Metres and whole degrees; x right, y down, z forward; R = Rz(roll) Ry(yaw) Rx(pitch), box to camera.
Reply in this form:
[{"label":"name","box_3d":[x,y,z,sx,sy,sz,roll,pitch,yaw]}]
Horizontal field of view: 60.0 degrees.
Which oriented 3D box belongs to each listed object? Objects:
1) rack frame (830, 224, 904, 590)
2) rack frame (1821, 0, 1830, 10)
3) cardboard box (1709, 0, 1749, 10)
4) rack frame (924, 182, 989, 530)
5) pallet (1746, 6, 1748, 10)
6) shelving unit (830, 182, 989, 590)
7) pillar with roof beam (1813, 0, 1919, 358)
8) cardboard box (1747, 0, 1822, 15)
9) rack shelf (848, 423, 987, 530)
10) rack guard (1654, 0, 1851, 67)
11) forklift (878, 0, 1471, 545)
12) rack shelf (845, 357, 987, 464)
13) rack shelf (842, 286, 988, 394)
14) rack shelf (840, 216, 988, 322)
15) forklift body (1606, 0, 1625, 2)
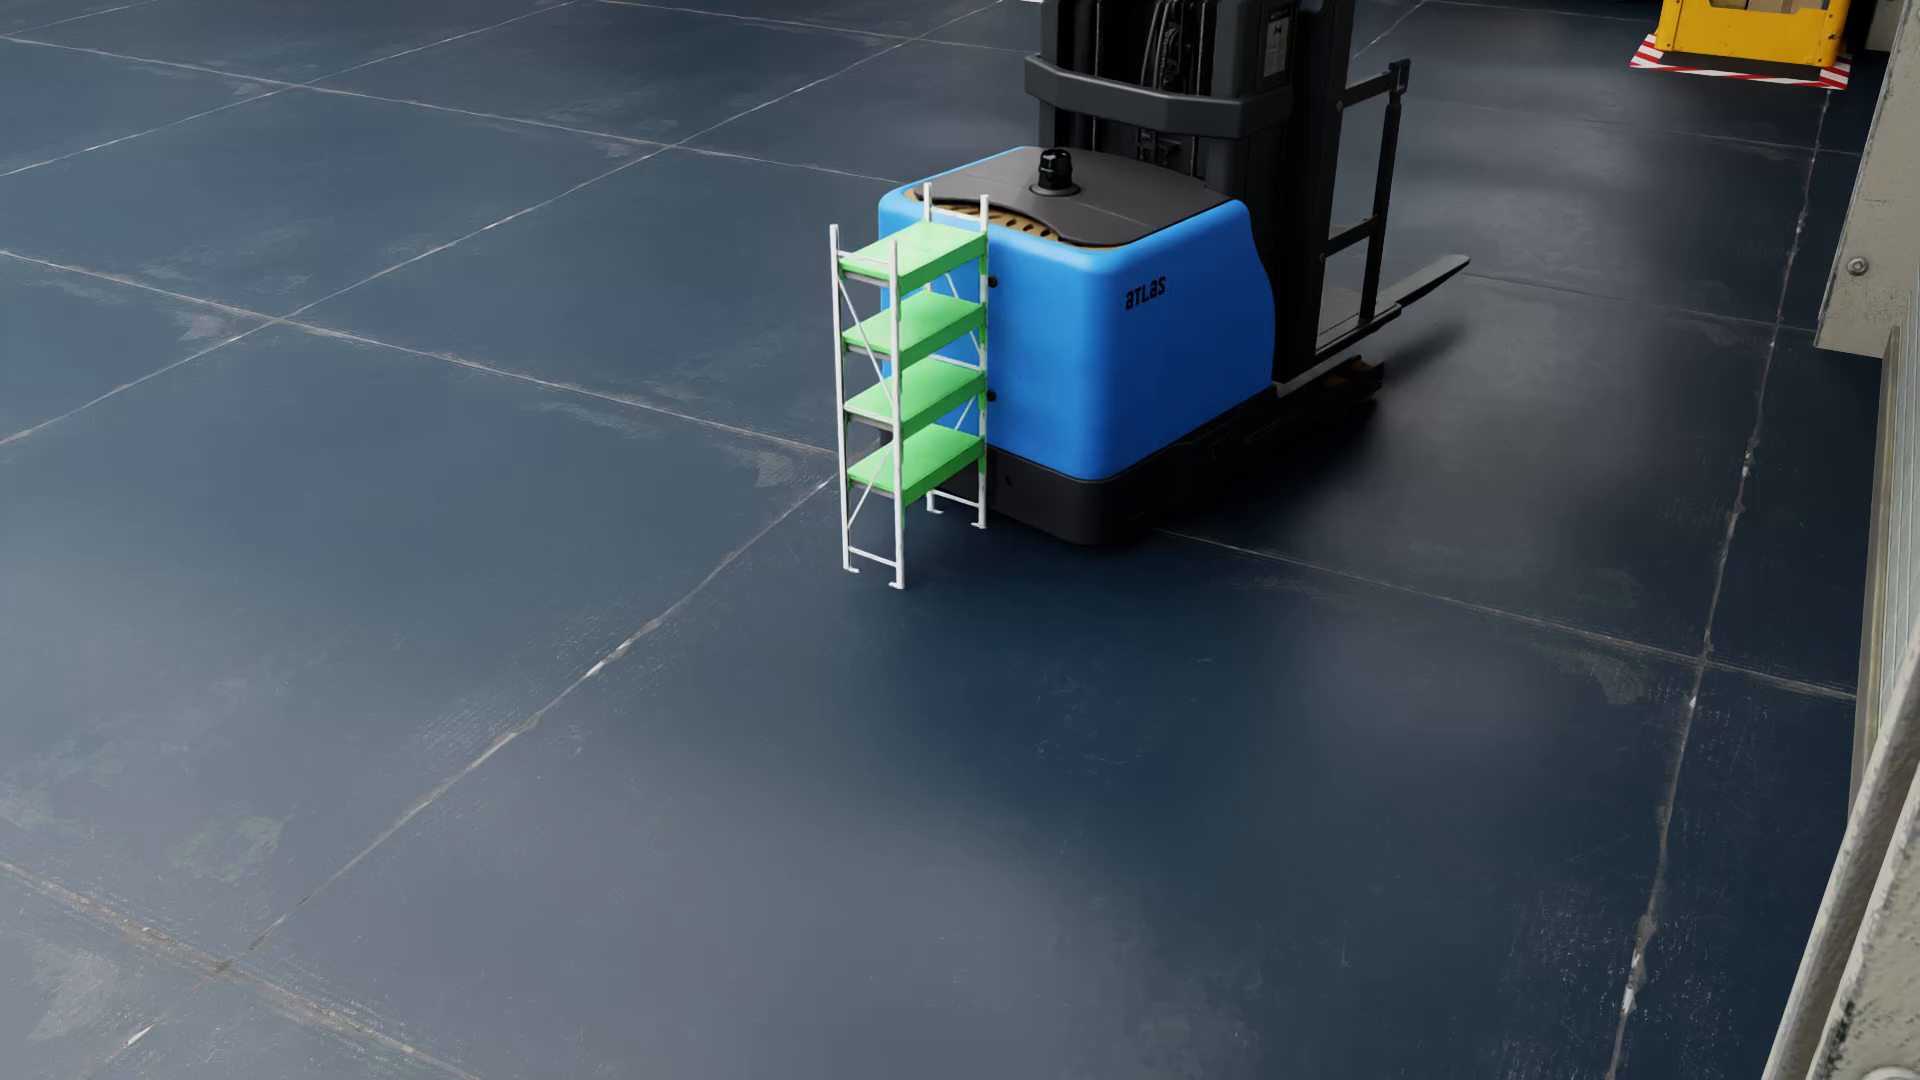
[{"label":"rack frame","box_3d":[-0.286,-0.392,5.228,0.240,1.200,0.015,19,35,29]},{"label":"rack frame","box_3d":[5.541,-4.747,11.004,1.000,3.000,0.127,14,33,23]},{"label":"cardboard box","box_3d":[5.473,-4.016,12.072,0.500,0.250,0.500,15,33,24]},{"label":"rack frame","box_3d":[-0.013,-0.594,5.579,0.240,1.200,0.015,19,35,29]},{"label":"pallet","box_3d":[5.852,-3.886,12.305,1.003,0.211,1.213,14,33,23]},{"label":"shelving unit","box_3d":[-0.150,-0.493,5.403,0.258,1.200,0.503,19,35,29]},{"label":"pillar with roof beam","box_3d":[0.095,-5.769,6.760,9.100,9.000,0.400,14,33,23]},{"label":"cardboard box","box_3d":[5.939,-3.910,11.886,0.500,0.250,0.500,14,33,23]},{"label":"rack shelf","box_3d":[-0.150,-0.229,5.555,0.258,0.148,0.480,19,35,29]},{"label":"rack guard","box_3d":[5.530,-3.652,11.608,1.175,0.500,0.348,14,33,23]},{"label":"forklift","box_3d":[1.060,-1.905,6.123,1.130,2.935,3.031,24,38,35]},{"label":"rack shelf","box_3d":[-0.150,-0.438,5.435,0.258,0.148,0.480,19,35,29]},{"label":"rack shelf","box_3d":[-0.150,-0.646,5.316,0.258,0.148,0.480,19,35,29]},{"label":"rack shelf","box_3d":[-0.150,-0.854,5.196,0.258,0.148,0.480,19,35,29]},{"label":"forklift body","box_3d":[4.780,-5.633,13.400,2.313,2.155,1.214,14,33,23]}]
